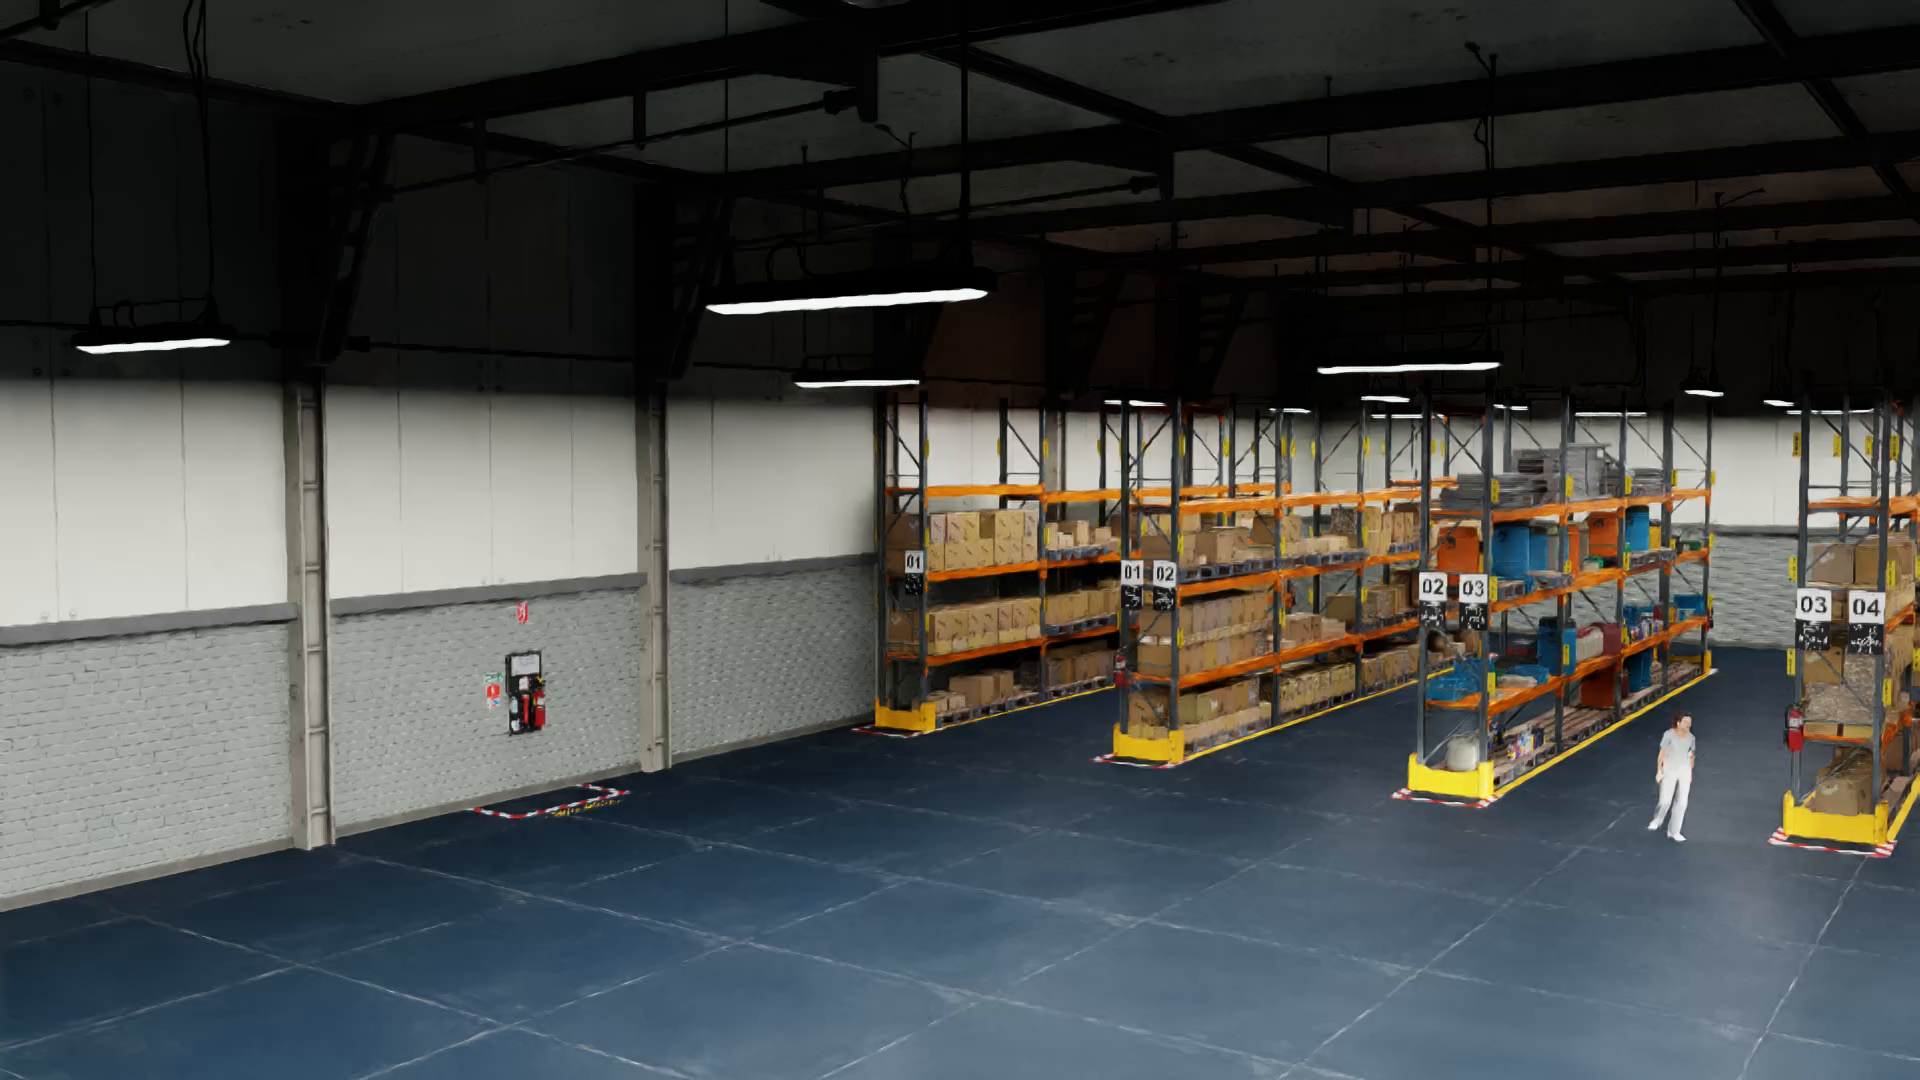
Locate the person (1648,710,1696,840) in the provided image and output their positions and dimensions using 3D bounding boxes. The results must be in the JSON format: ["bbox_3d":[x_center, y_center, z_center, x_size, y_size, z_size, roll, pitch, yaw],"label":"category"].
[{"bbox_3d":[9.137,2.990,21.335,0.516,1.662,0.524,0,3,-1],"label":"person"}]
